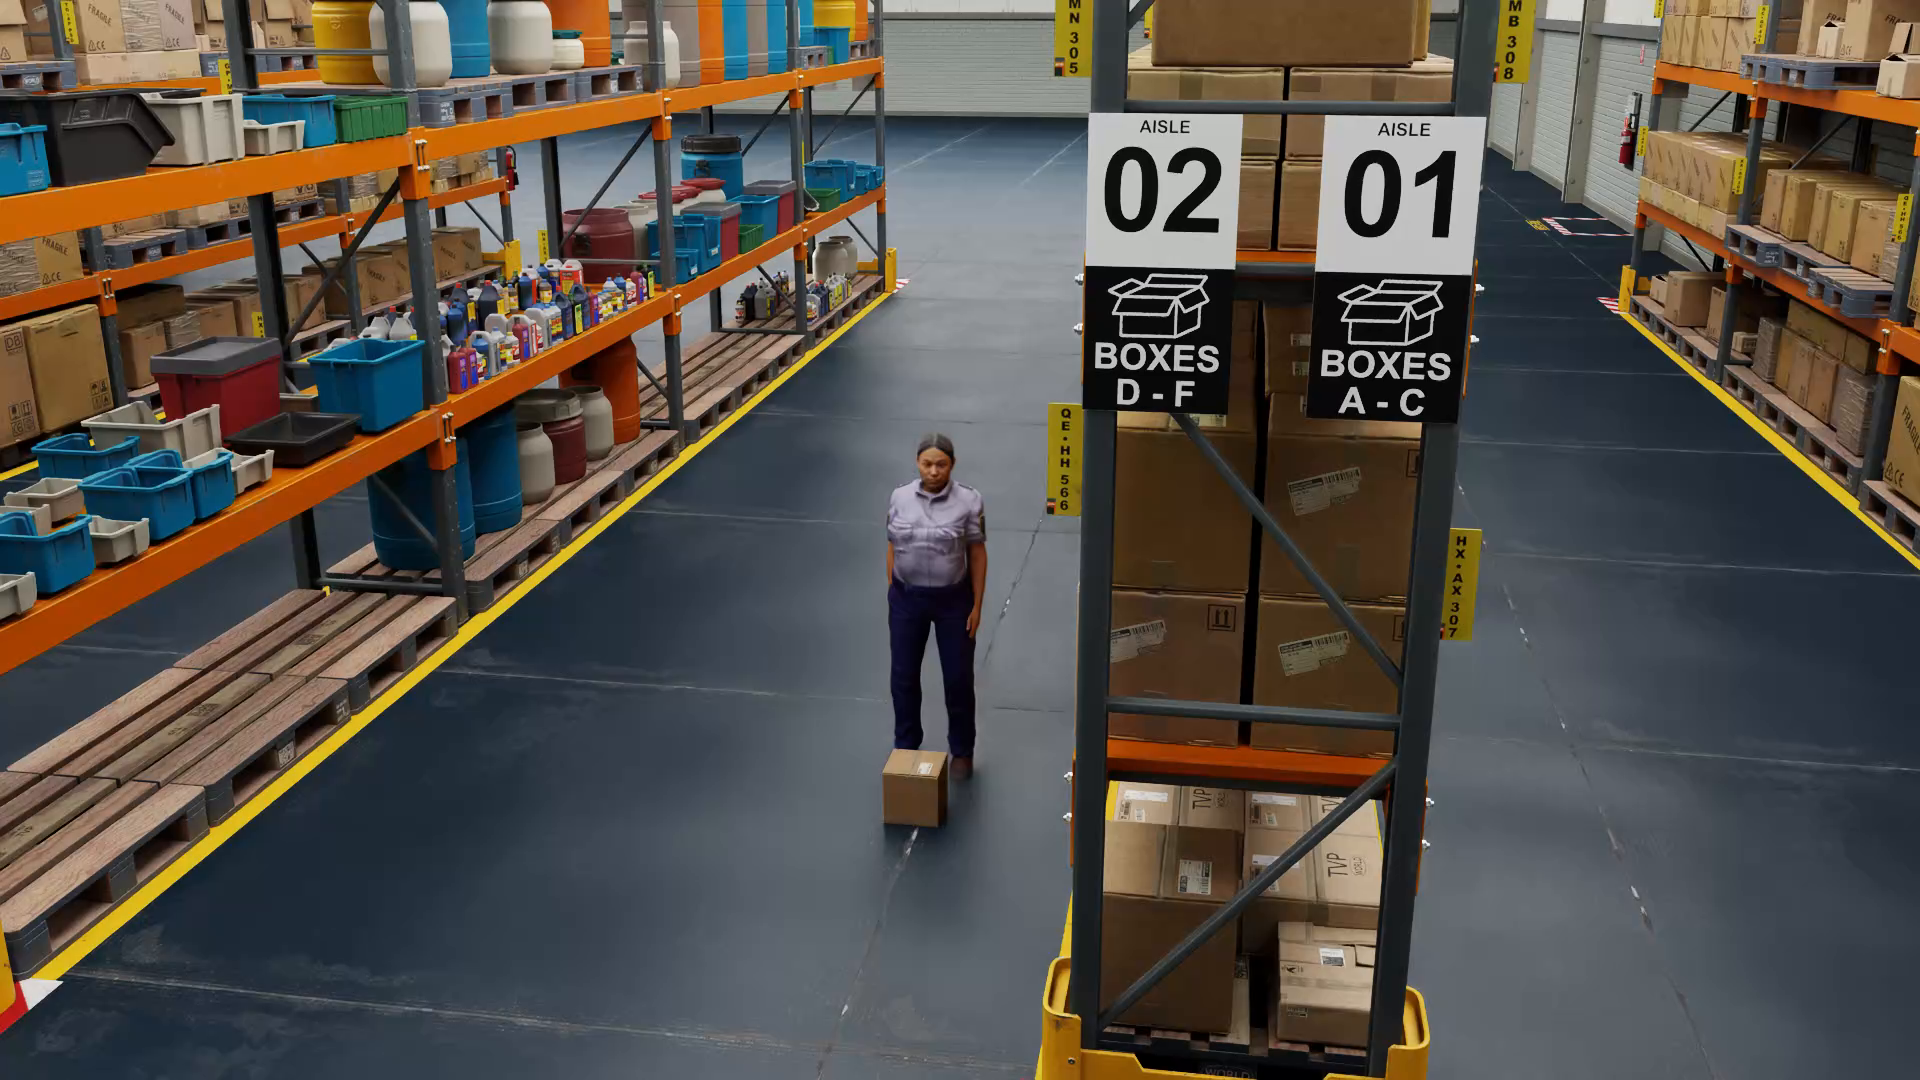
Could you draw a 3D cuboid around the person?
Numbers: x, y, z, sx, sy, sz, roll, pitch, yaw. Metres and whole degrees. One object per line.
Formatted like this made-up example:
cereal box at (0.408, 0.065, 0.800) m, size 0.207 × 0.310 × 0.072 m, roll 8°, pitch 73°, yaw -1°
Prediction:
person at (-0.113, 0.314, 7.646) m, size 0.469 × 1.659 × 0.342 m, roll 3°, pitch 18°, yaw 10°
